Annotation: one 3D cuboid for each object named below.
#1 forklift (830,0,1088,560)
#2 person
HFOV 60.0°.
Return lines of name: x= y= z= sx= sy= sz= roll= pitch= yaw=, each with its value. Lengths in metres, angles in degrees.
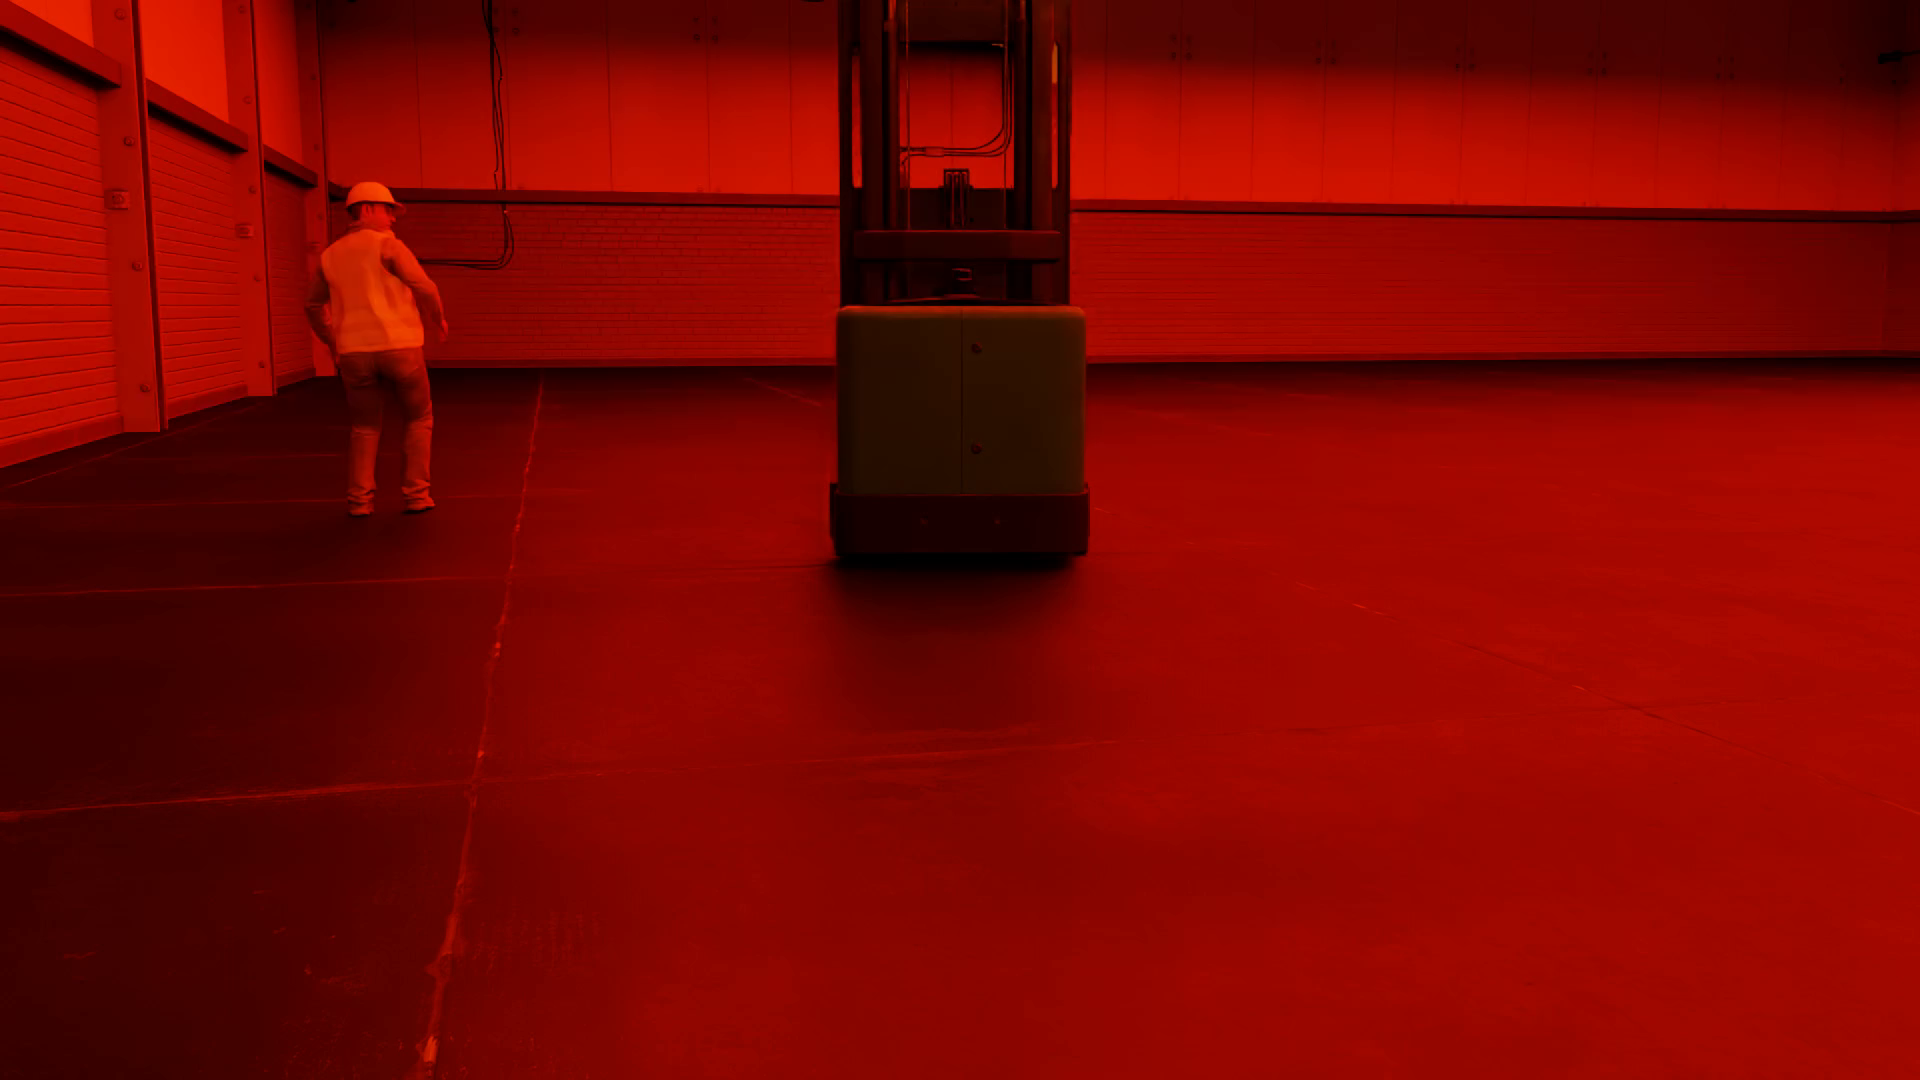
forklift: x=-0.031 y=-1.537 z=8.115 sx=1.130 sy=2.935 sz=3.031 roll=0 pitch=8 yaw=-1
person: x=-3.030 y=-0.986 z=8.643 sx=0.753 sy=1.724 sz=0.524 roll=1 pitch=8 yaw=5
